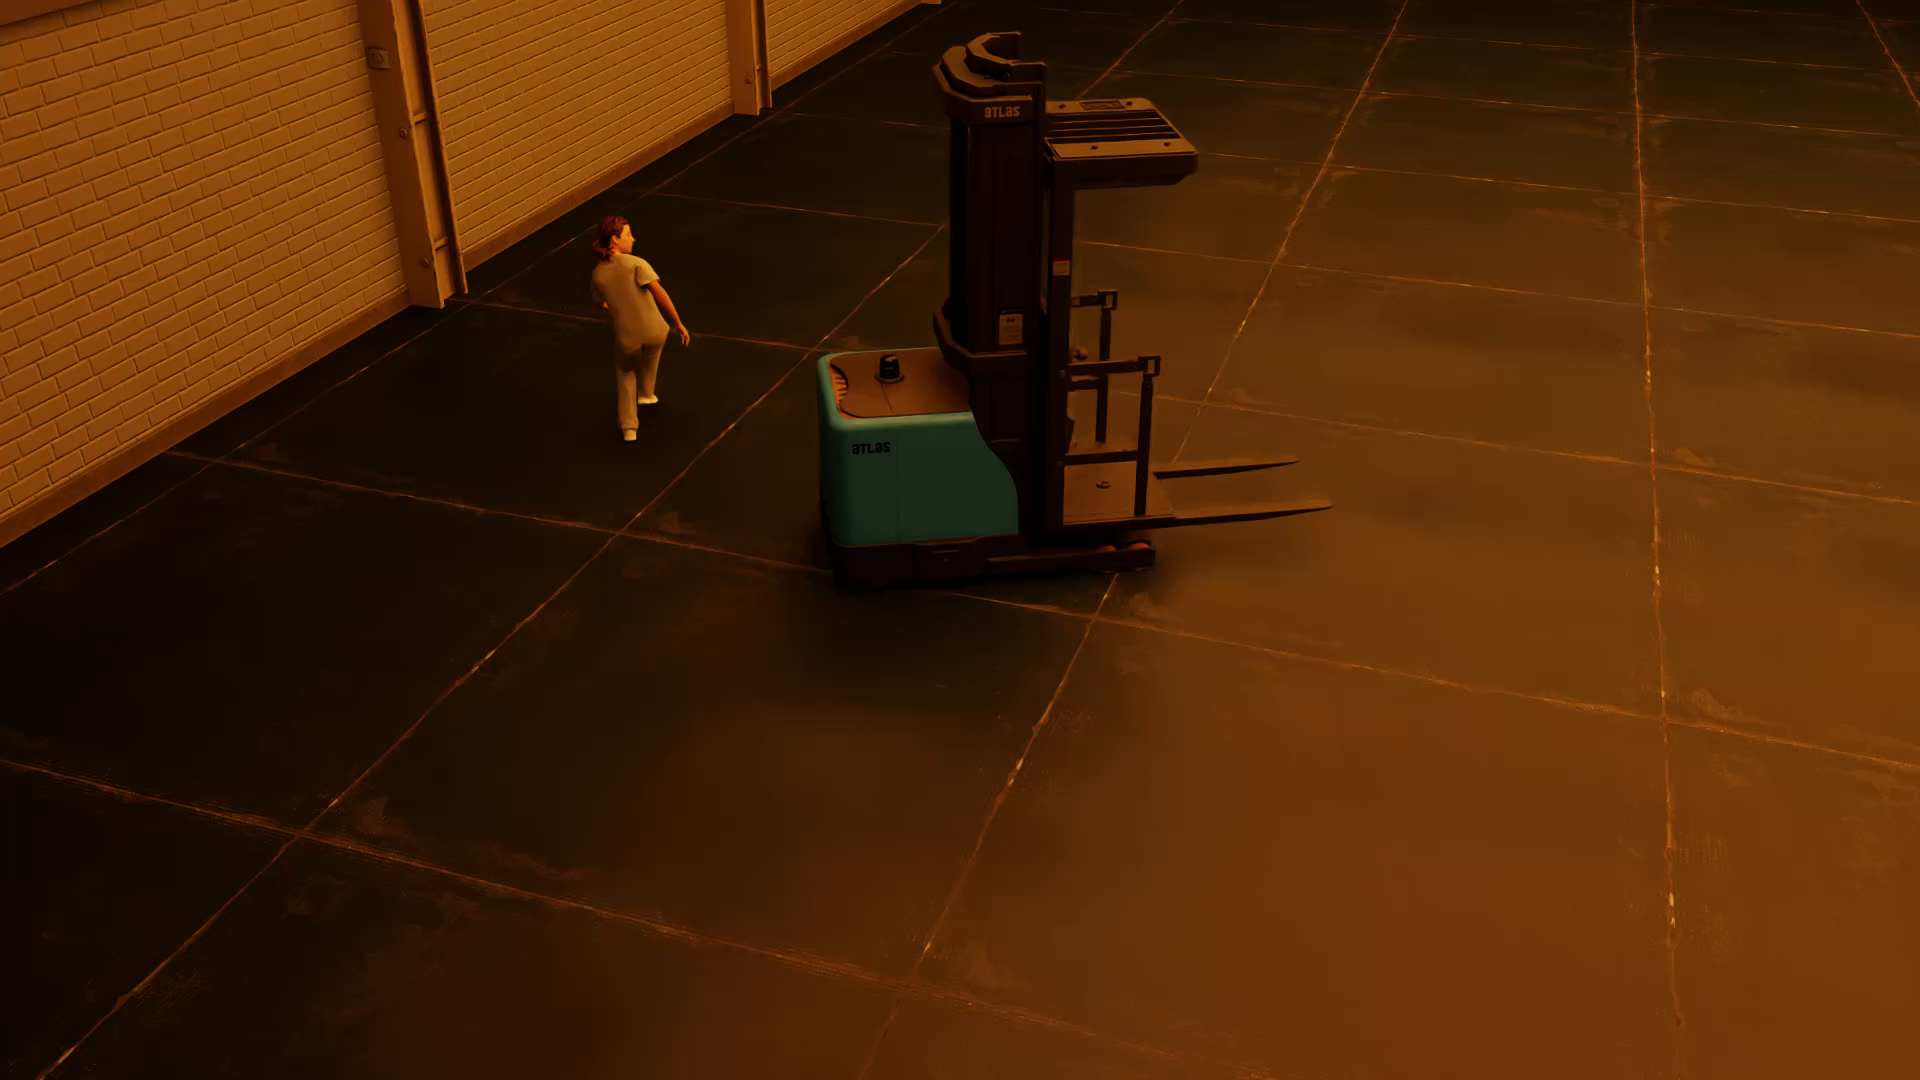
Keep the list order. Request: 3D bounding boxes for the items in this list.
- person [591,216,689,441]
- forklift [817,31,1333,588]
[{"bbox_3d":[-2.117,-1.457,11.174,0.665,1.489,0.728,-1,30,-2],"label":"person"},{"bbox_3d":[0.702,-1.329,9.467,3.031,2.935,1.130,-5,30,-8],"label":"forklift"}]
